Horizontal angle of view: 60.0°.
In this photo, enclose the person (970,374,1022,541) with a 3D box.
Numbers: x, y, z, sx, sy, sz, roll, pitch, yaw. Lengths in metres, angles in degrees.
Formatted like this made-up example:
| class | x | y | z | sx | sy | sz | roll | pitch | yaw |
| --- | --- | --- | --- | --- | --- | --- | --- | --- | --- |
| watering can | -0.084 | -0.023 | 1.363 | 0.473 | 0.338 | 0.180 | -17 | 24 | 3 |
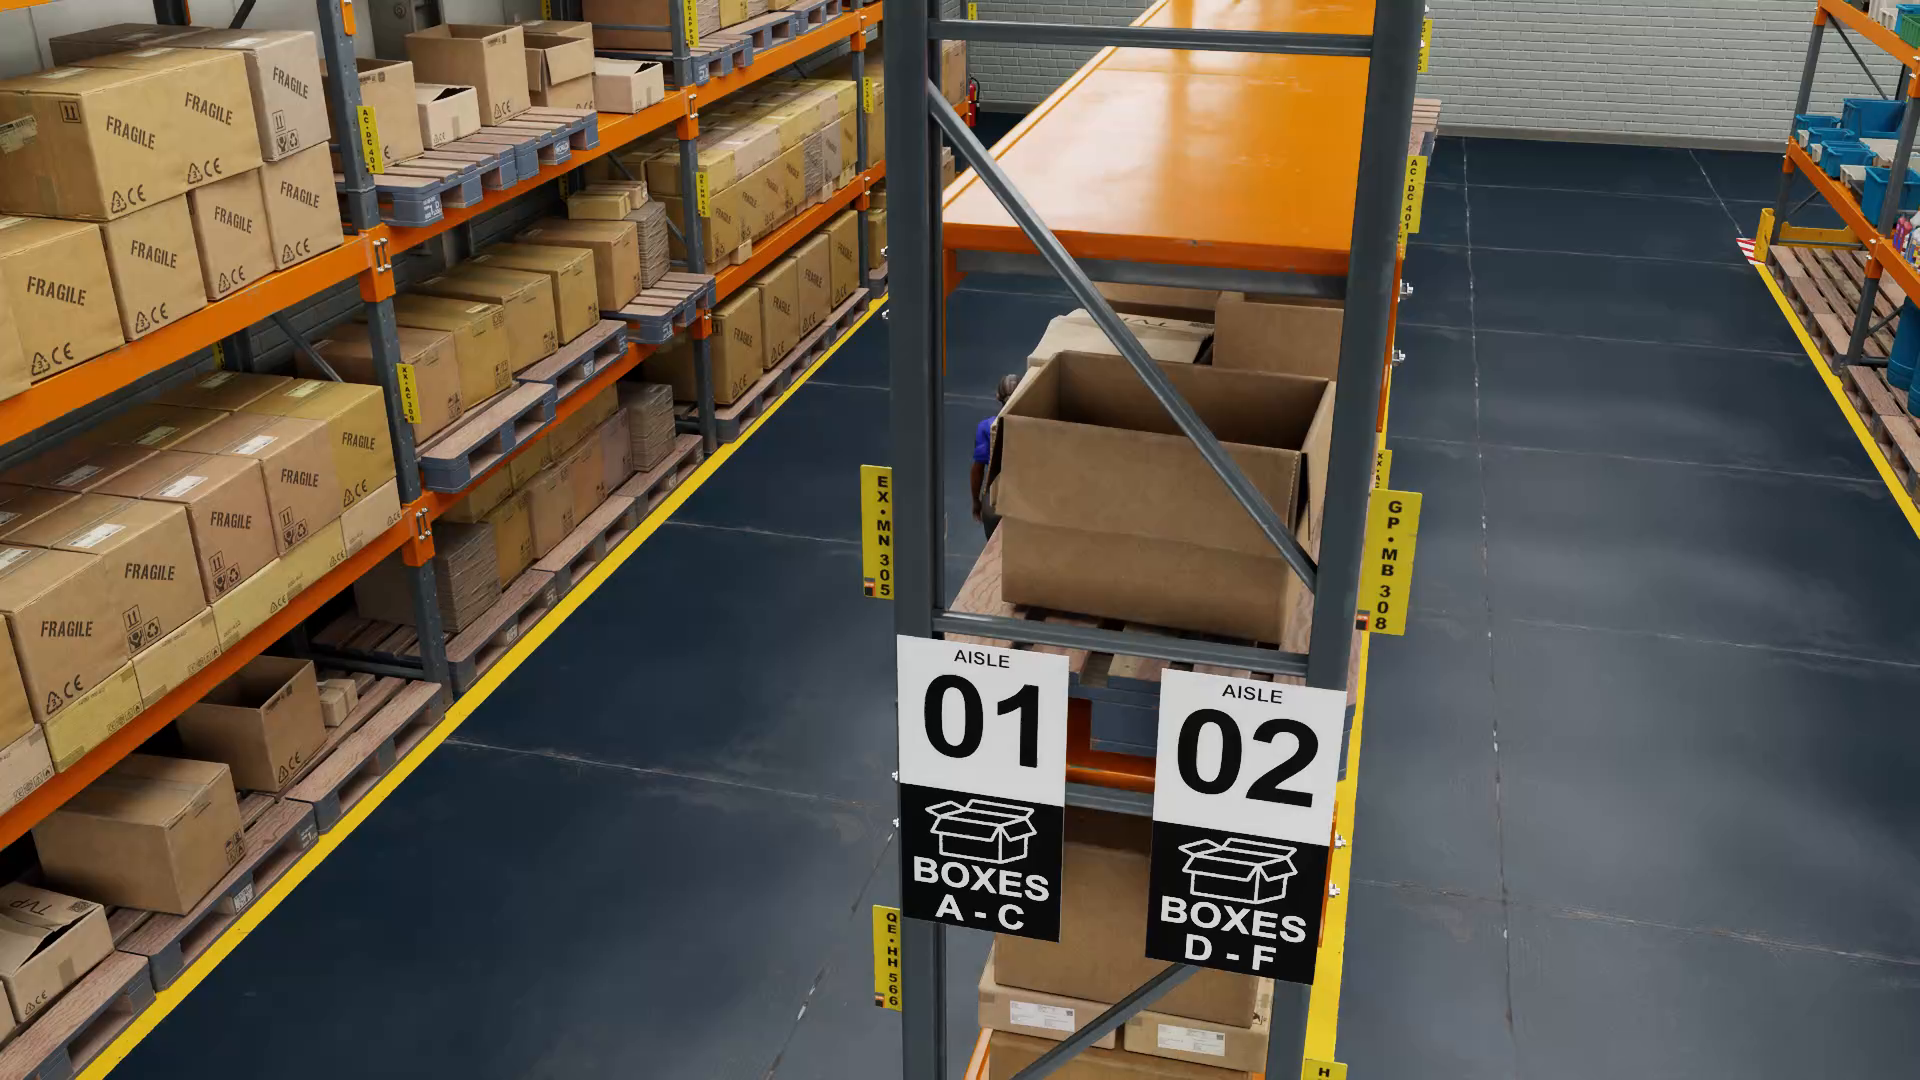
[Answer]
| class | x | y | z | sx | sy | sz | roll | pitch | yaw |
| --- | --- | --- | --- | --- | --- | --- | --- | --- | --- |
| person | 0.335 | -0.217 | 10.156 | 0.531 | 1.656 | 0.396 | 5 | 26 | 11 |
